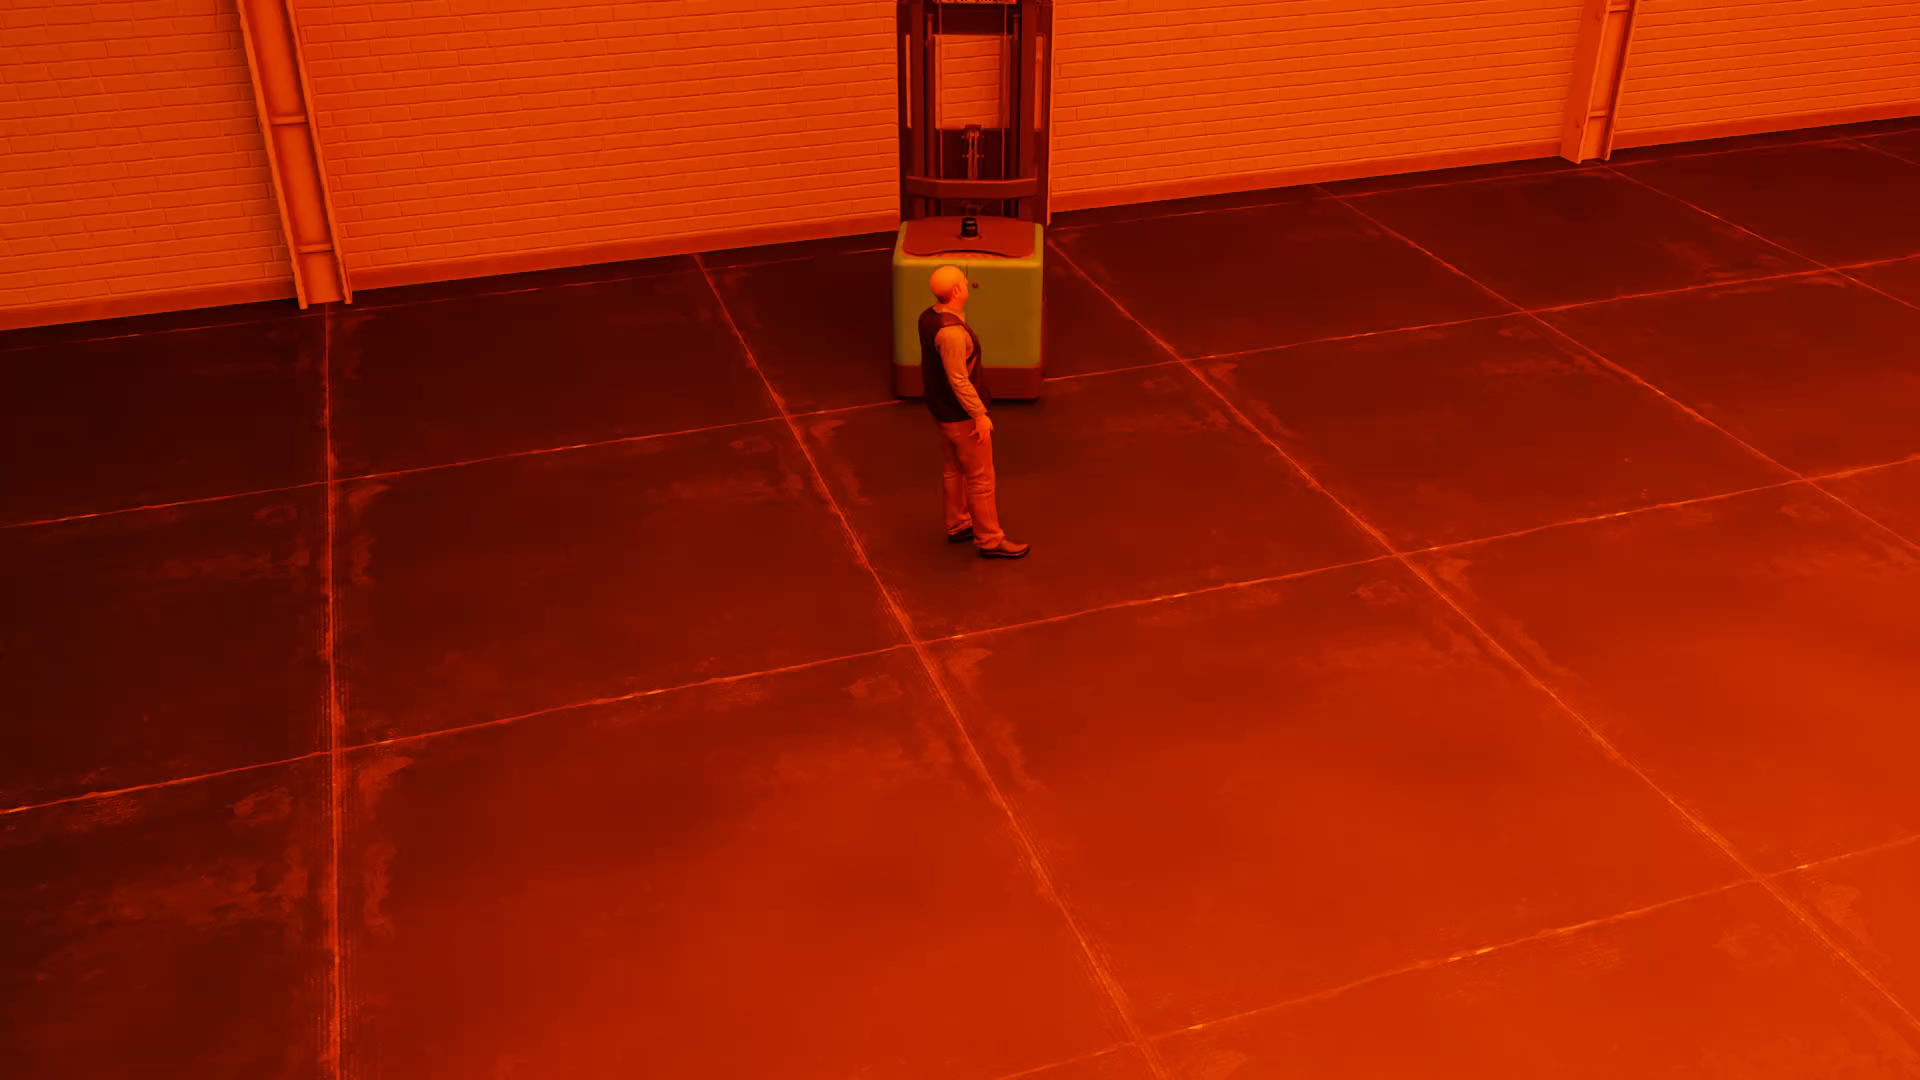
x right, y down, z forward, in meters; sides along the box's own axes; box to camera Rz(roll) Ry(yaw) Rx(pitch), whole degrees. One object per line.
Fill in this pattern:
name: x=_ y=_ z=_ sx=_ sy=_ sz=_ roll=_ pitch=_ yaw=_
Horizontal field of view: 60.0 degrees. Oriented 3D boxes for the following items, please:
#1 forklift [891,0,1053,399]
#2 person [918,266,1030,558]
forklift: x=0.113 y=-2.953 z=12.219 sx=1.130 sy=2.935 sz=3.031 roll=1 pitch=30 yaw=2
person: x=0.061 y=-0.758 z=9.603 sx=0.568 sy=1.720 sz=0.632 roll=-10 pitch=31 yaw=-16
